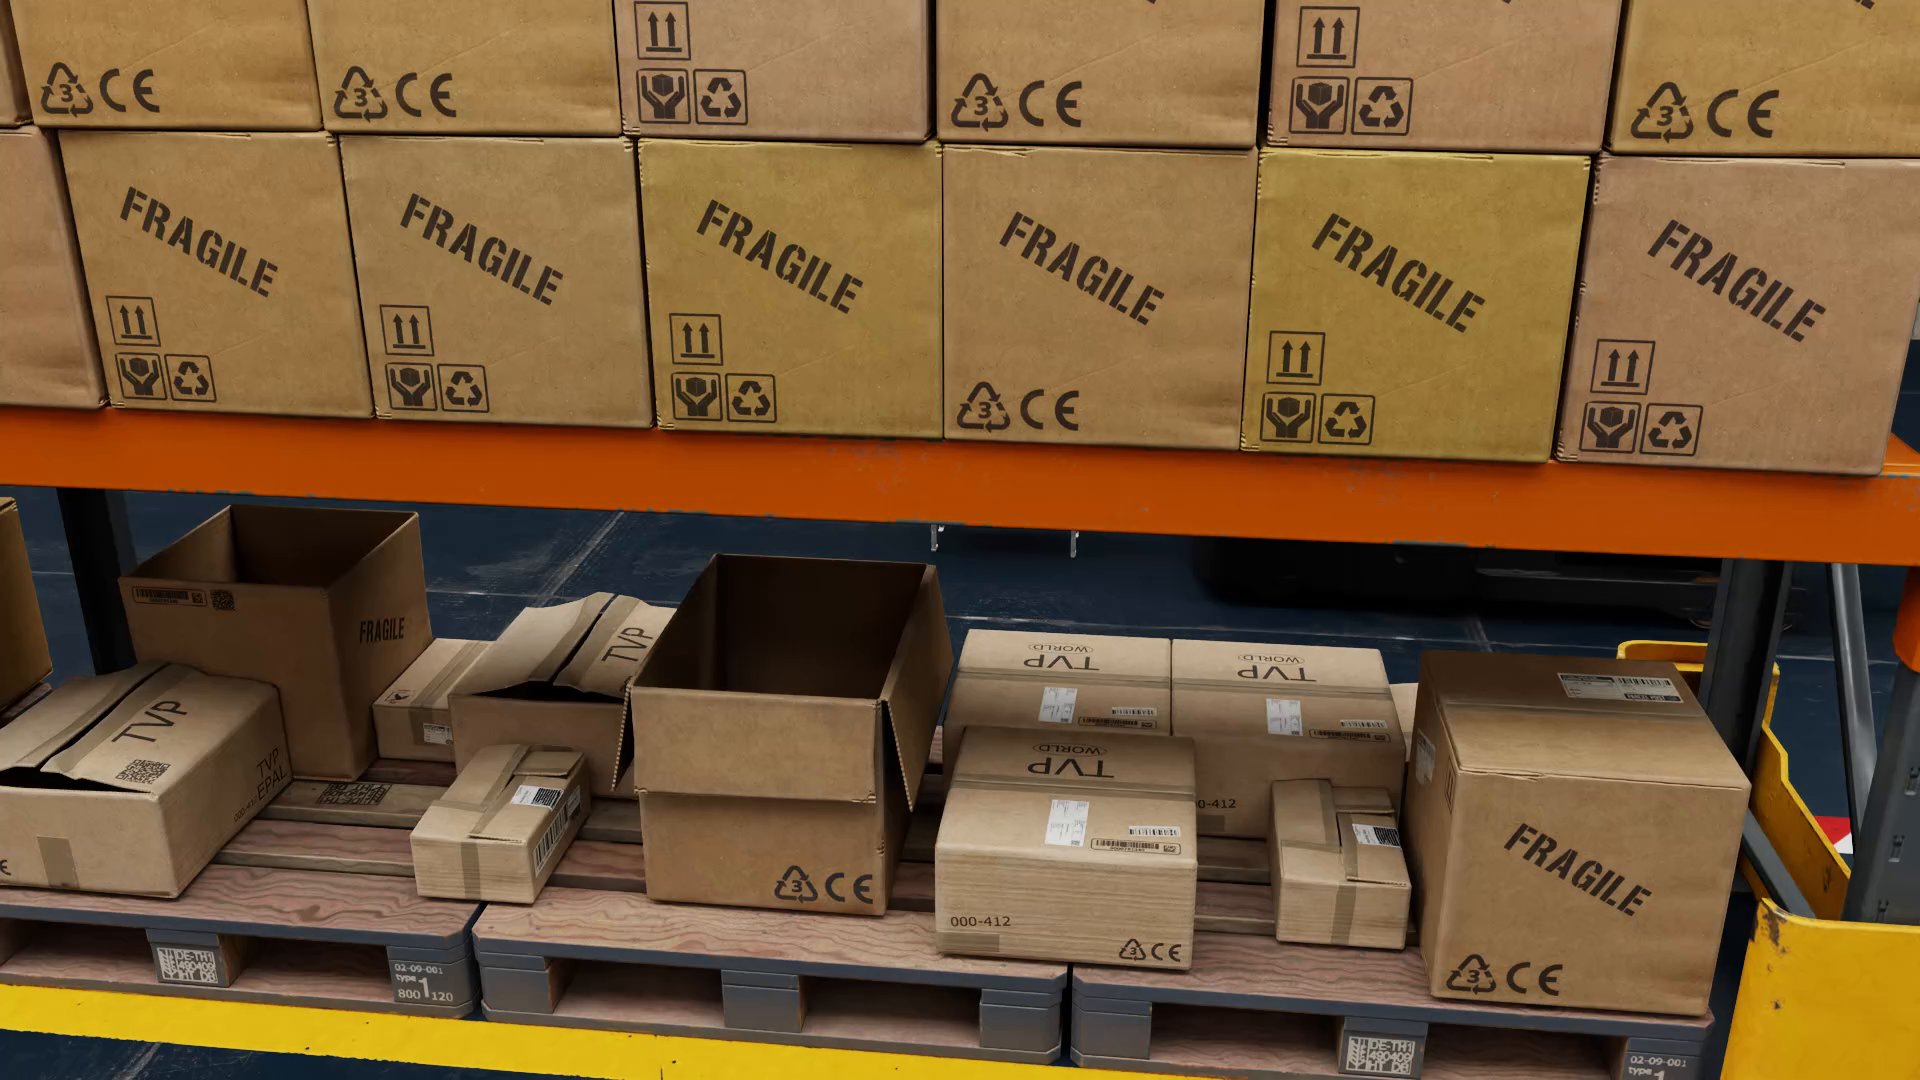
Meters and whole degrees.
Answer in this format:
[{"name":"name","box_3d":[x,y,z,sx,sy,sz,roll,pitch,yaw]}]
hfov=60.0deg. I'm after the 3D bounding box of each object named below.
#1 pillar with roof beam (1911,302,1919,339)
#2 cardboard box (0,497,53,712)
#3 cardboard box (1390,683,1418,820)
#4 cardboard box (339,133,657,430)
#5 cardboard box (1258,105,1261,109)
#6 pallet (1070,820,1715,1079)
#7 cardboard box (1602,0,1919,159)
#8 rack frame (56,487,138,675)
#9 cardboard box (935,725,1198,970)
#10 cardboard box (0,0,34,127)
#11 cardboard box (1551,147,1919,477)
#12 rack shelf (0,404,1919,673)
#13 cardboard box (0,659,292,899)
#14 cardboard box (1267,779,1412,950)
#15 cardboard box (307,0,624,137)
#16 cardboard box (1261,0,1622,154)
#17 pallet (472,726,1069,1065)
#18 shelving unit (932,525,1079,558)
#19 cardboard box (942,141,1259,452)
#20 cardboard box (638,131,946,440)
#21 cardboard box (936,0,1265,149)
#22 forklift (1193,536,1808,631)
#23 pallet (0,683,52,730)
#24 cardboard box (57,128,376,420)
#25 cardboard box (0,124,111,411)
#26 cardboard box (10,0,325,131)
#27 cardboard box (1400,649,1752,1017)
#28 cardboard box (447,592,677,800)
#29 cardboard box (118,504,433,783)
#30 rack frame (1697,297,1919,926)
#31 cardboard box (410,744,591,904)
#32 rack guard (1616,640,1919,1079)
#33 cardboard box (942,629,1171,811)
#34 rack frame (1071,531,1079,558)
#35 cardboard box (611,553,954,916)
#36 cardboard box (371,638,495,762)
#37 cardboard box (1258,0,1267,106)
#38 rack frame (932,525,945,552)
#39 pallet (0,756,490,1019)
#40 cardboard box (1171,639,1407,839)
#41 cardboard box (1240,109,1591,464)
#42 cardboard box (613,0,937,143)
[{"name":"pillar with roof beam","box_3d":[4.593,-3.694,3.045,0.400,9.000,9.100,2,22,6]},{"name":"cardboard box","box_3d":[-2.686,0.206,4.139,0.500,0.500,0.500,2,22,4]},{"name":"cardboard box","box_3d":[1.114,0.490,3.876,0.250,0.166,0.380,2,22,6]},{"name":"cardboard box","box_3d":[-0.755,-0.523,3.047,0.500,0.500,0.500,2,22,6]},{"name":"cardboard box","box_3d":[0.815,-0.651,3.370,0.500,0.500,0.500,2,22,6]},{"name":"pallet","box_3d":[0.870,0.791,3.652,1.213,0.211,1.003,2,22,6]},{"name":"cardboard box","box_3d":[1.263,-0.899,2.637,0.500,0.500,0.500,2,22,6]},{"name":"rack frame","box_3d":[-2.235,-0.642,3.483,0.127,3.000,1.000,2,22,6]},{"name":"cardboard box","box_3d":[0.229,0.620,3.433,0.500,0.250,0.500,2,22,6]},{"name":"cardboard box","box_3d":[-1.800,-1.030,2.969,0.500,0.500,0.500,3,22,8]},{"name":"cardboard box","box_3d":[1.261,-0.435,2.824,0.500,0.500,0.500,3,22,8]},{"name":"rack shelf","box_3d":[-0.249,-0.220,3.396,4.000,0.370,1.077,2,22,6]},{"name":"cardboard box","box_3d":[-1.843,0.501,3.650,0.500,0.311,0.500,2,22,6]},{"name":"cardboard box","box_3d":[0.777,0.661,3.444,0.250,0.166,0.380,2,22,6]},{"name":"cardboard box","box_3d":[-0.777,-0.985,2.856,0.500,0.500,0.500,2,22,5]},{"name":"cardboard box","box_3d":[0.761,-0.920,2.692,0.500,0.500,0.500,3,22,8]},{"name":"pallet","box_3d":[-0.338,0.737,3.788,1.213,0.211,1.003,2,22,6]},{"name":"shelving unit","box_3d":[0.164,-0.551,5.701,0.503,1.200,0.258,2,22,6]},{"name":"cardboard box","box_3d":[0.250,-0.480,2.937,0.500,0.500,0.500,3,22,7]},{"name":"cardboard box","box_3d":[-0.250,-0.502,2.993,0.500,0.500,0.500,2,22,6]},{"name":"cardboard box","box_3d":[0.246,-0.941,2.744,0.500,0.500,0.500,3,22,8]},{"name":"forklift","box_3d":[2.327,-1.282,5.195,3.031,2.935,1.130,2,22,6]},{"name":"pallet","box_3d":[-3.047,0.634,4.050,1.213,0.211,1.003,2,22,6]},{"name":"cardboard box","box_3d":[-1.252,-0.546,3.104,0.500,0.500,0.500,3,22,7]},{"name":"cardboard box","box_3d":[-1.761,-0.567,3.157,0.500,0.500,0.500,3,22,8]},{"name":"cardboard box","box_3d":[-1.287,-1.008,2.913,0.500,0.500,0.500,2,22,5]},{"name":"cardboard box","box_3d":[1.169,0.556,3.256,0.500,0.500,0.500,2,22,6]},{"name":"cardboard box","box_3d":[-0.891,0.358,4.014,0.500,0.311,0.500,2,22,6]},{"name":"cardboard box","box_3d":[-1.635,0.237,4.061,0.500,0.500,0.500,2,22,6]},{"name":"rack frame","box_3d":[1.738,-0.468,3.045,0.127,3.000,1.000,2,22,6]},{"name":"cardboard box","box_3d":[-0.983,0.602,3.592,0.250,0.166,0.380,2,22,6]},{"name":"rack guard","box_3d":[1.662,0.691,3.513,0.348,0.500,1.175,2,22,6]},{"name":"cardboard box","box_3d":[0.238,0.435,3.901,0.500,0.250,0.500,2,22,6]},{"name":"rack frame","box_3d":[0.407,-0.540,5.674,0.015,1.200,0.240,2,22,6]},{"name":"cardboard box","box_3d":[-0.368,0.394,3.660,0.637,0.503,0.797,2,22,6]},{"name":"cardboard box","box_3d":[-1.256,0.395,4.140,0.250,0.149,0.380,2,22,6]},{"name":"cardboard box","box_3d":[0.808,-1.115,3.185,0.500,0.500,0.500,3,22,7]},{"name":"rack frame","box_3d":[-0.078,-0.561,5.728,0.015,1.200,0.240,2,22,6]},{"name":"pallet","box_3d":[-1.553,0.685,3.919,1.213,0.211,1.003,2,22,6]},{"name":"cardboard box","box_3d":[0.734,0.457,3.846,0.500,0.250,0.500,2,22,6]},{"name":"cardboard box","box_3d":[0.745,-0.456,2.878,0.500,0.500,0.500,3,22,7]},{"name":"cardboard box","box_3d":[-0.264,-0.963,2.801,0.500,0.500,0.500,3,22,8]}]
